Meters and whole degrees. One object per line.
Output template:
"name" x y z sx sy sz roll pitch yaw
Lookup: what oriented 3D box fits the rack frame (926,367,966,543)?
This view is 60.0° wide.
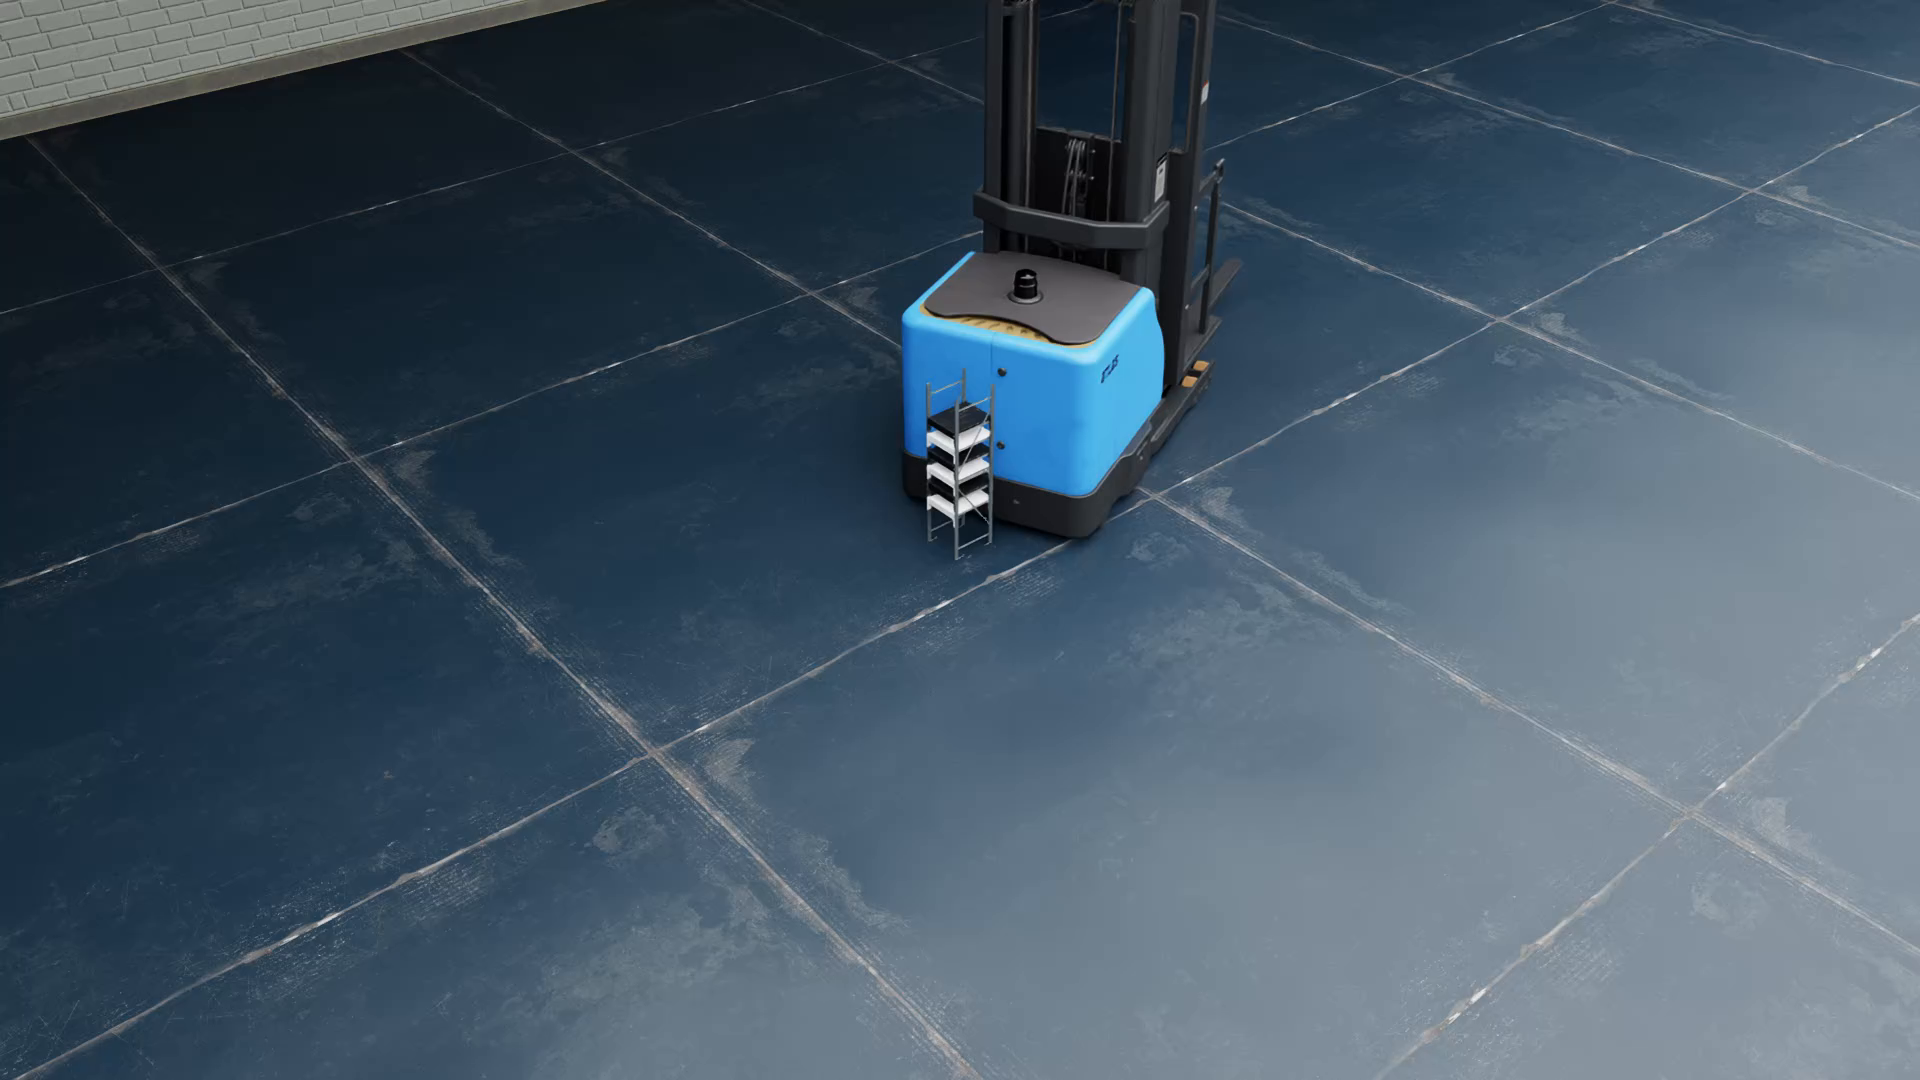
"rack frame" -0.066 -0.401 8.035 0.240 0.900 0.006 -26 43 -32

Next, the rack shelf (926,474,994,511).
"rack shelf" 0.000 -0.255 8.043 0.258 0.077 0.200 -26 43 -32

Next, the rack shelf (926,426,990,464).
"rack shelf" 0.001 -0.476 7.888 0.258 0.077 0.200 -26 43 -32

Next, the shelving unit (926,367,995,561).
"shelving unit" 0.000 -0.356 7.972 0.258 0.900 0.210 -26 43 -32

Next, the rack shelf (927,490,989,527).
"rack shelf" -0.001 -0.181 8.095 0.258 0.077 0.200 -26 43 -32

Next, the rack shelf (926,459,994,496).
"rack shelf" 0.000 -0.329 7.991 0.258 0.077 0.200 -26 43 -32

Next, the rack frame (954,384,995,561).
"rack frame" 0.067 -0.312 7.909 0.240 0.900 0.006 -26 43 -32

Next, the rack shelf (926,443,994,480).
"rack shelf" 0.001 -0.402 7.940 0.258 0.077 0.200 -26 43 -32

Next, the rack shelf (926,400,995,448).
"rack shelf" 0.001 -0.550 7.836 0.258 0.077 0.200 -26 43 -32

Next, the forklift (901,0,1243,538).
"forklift" 0.796 -2.047 8.604 1.130 2.935 3.031 15 38 21
